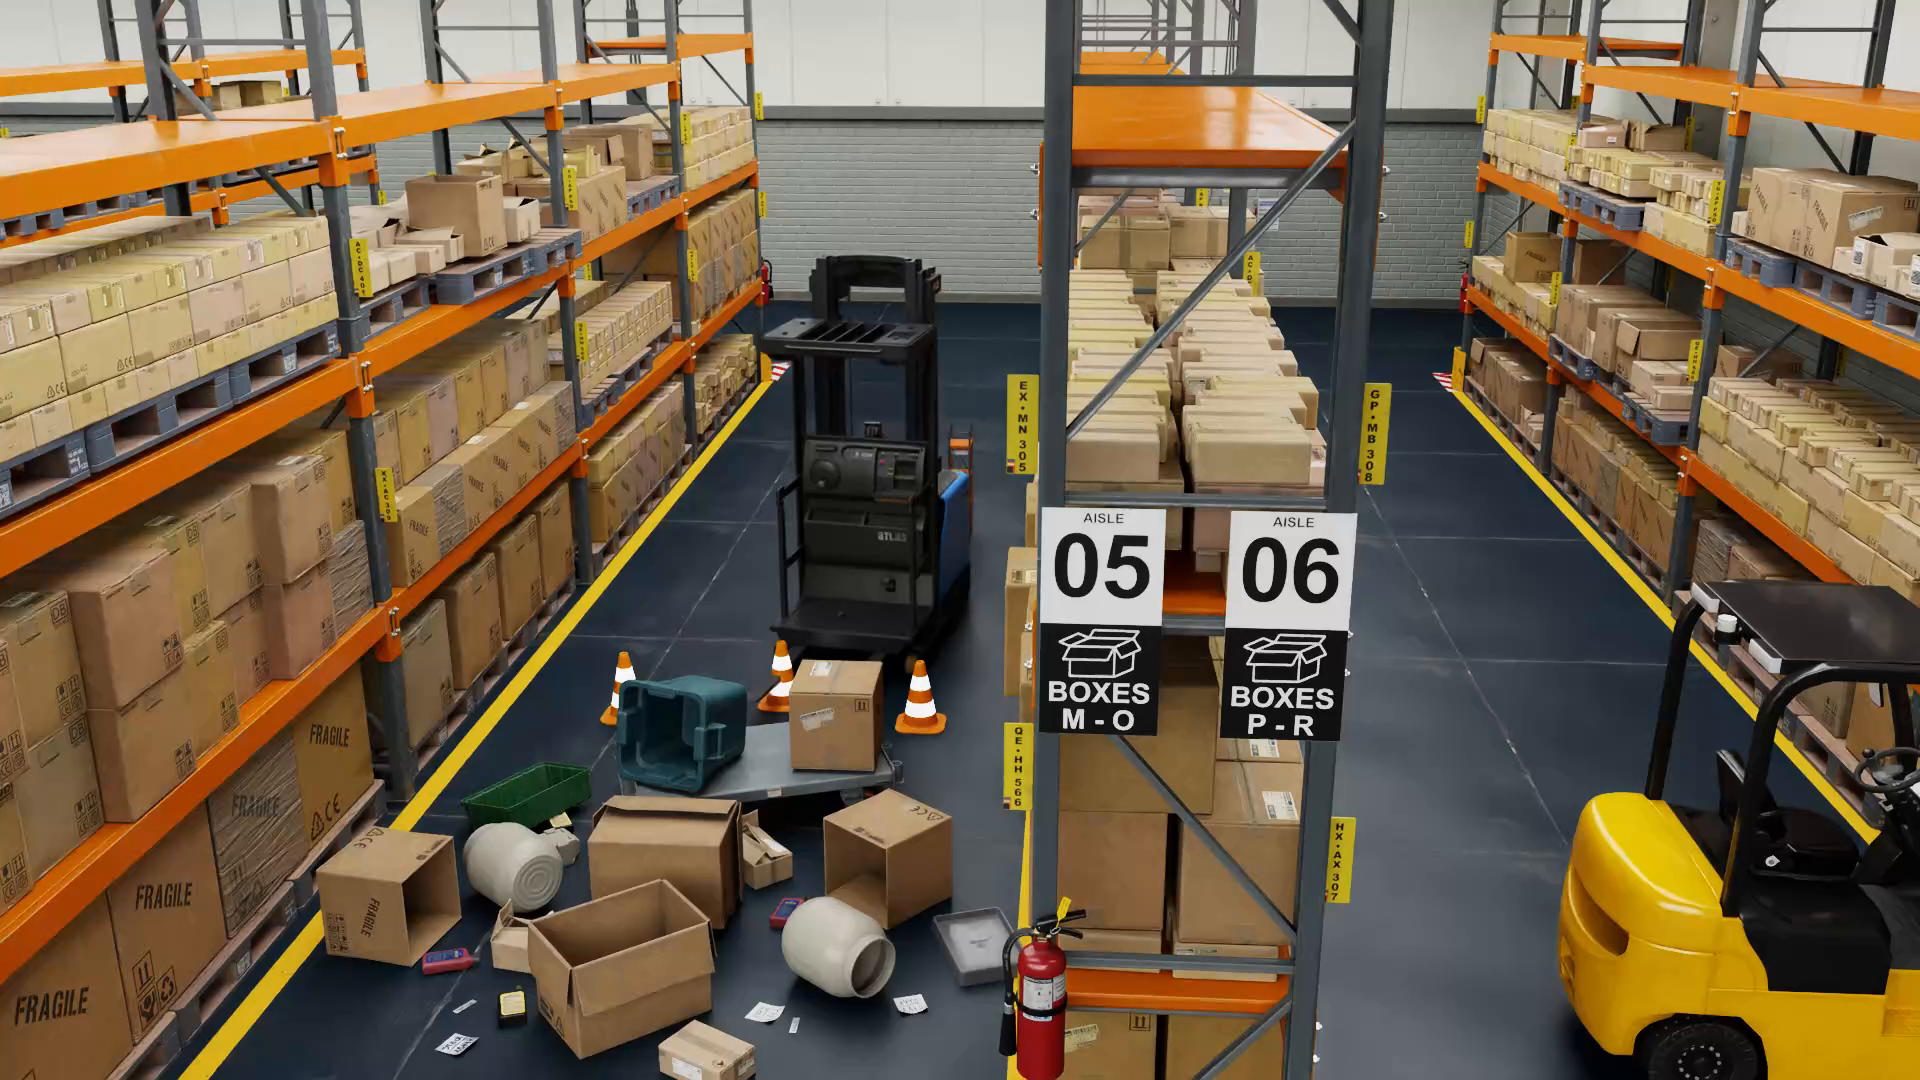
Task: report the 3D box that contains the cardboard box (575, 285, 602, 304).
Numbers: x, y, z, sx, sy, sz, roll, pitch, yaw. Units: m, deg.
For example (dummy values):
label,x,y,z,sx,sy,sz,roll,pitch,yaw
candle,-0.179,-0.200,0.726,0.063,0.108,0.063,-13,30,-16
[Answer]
label,x,y,z,sx,sy,sz,roll,pitch,yaw
cardboard box,-3.833,-2.474,16.756,0.380,0.149,0.250,2,18,5

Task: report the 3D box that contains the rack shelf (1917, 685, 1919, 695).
label,x,y,z,sx,sy,sz,roll,pitch,yaw
rack shelf,5.847,1.327,7.540,1.077,0.370,4.000,1,18,4

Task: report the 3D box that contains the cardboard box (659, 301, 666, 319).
label,x,y,z,sx,sy,sz,roll,pitch,yaw
cardboard box,-3.181,-2.322,16.769,0.380,0.149,0.250,1,18,4

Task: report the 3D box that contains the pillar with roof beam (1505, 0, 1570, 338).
label,x,y,z,sx,sy,sz,roll,pitch,yaw
pillar with roof beam,3.649,-7.128,22.551,9.100,9.000,0.400,1,18,4

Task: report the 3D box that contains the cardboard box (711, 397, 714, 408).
label,x,y,z,sx,sy,sz,roll,pitch,yaw
cardboard box,-3.047,-1.586,19.177,0.380,0.149,0.250,1,18,2

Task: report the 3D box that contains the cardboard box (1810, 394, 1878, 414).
label,x,y,z,sx,sy,sz,roll,pitch,yaw
cardboard box,6.469,-0.966,12.179,0.380,0.149,0.250,1,18,4

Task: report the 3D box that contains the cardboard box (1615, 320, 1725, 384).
label,x,y,z,sx,sy,sz,roll,pitch,yaw
cardboard box,6.210,-1.638,14.593,0.797,0.503,0.637,1,18,3

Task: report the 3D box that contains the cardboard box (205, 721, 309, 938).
label,x,y,z,sx,sy,sz,roll,pitch,yaw
cardboard box,-4.081,1.459,8.719,0.875,0.875,0.875,1,18,4

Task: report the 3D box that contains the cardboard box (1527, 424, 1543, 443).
label,x,y,z,sx,sy,sz,roll,pitch,yaw
cardboard box,6.311,-1.145,17.833,0.380,0.149,0.250,1,18,2

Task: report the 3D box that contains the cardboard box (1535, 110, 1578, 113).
label,x,y,z,sx,sy,sz,roll,pitch,yaw
cardboard box,7.097,-4.952,19.689,0.500,0.250,0.500,1,18,2

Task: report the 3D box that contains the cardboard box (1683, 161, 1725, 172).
label,x,y,z,sx,sy,sz,roll,pitch,yaw
cardboard box,6.574,-3.241,14.596,0.380,0.149,0.250,2,18,5

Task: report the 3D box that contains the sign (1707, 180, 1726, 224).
label,x,y,z,sx,sy,sz,roll,pitch,yaw
sign,5.736,-2.563,12.606,0.100,0.325,0.005,1,18,4

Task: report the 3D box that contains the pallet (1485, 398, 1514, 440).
label,x,y,z,sx,sy,sz,roll,pitch,yaw
pallet,6.699,-1.389,19.151,1.003,0.211,1.213,1,18,4

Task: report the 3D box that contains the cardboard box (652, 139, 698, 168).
label,x,y,z,sx,sy,sz,roll,pitch,yaw
cardboard box,-3.058,-4.046,17.400,0.500,0.250,0.500,2,18,6

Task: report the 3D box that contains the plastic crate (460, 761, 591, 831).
label,x,y,z,sx,sy,sz,roll,pitch,yaw
plastic crate,-2.611,1.567,10.074,0.450,0.188,0.662,0,15,35

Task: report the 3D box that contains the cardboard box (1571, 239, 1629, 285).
label,x,y,z,sx,sy,sz,roll,pitch,yaw
cardboard box,6.936,-3.004,18.160,0.500,0.500,0.500,1,18,2

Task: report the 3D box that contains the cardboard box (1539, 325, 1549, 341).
label,x,y,z,sx,sy,sz,roll,pitch,yaw
cardboard box,6.332,-2.188,17.513,0.380,0.149,0.250,2,18,5

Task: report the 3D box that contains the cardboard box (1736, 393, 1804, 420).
label,x,y,z,sx,sy,sz,roll,pitch,yaw
cardboard box,5.950,-0.979,12.218,0.380,0.149,0.250,2,18,5

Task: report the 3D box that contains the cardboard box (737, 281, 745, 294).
label,x,y,z,sx,sy,sz,roll,pitch,yaw
cardboard box,-2.840,-3.091,20.269,0.380,0.149,0.250,2,18,5

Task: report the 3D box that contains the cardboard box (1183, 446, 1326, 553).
label,x,y,z,sx,sy,sz,roll,pitch,yaw
cardboard box,1.054,-0.150,5.835,0.500,0.250,0.500,1,18,3

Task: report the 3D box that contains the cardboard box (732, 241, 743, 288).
label,x,y,z,sx,sy,sz,roll,pitch,yaw
cardboard box,-2.889,-3.278,19.799,0.500,0.500,0.500,1,18,4

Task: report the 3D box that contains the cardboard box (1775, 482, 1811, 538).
label,x,y,z,sx,sy,sz,roll,pitch,yaw
cardboard box,5.892,-0.198,11.277,0.500,0.250,0.500,2,18,6

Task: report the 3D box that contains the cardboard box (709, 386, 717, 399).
label,x,y,z,sx,sy,sz,roll,pitch,yaw
cardboard box,-3.011,-1.727,19.130,0.380,0.149,0.250,2,18,6

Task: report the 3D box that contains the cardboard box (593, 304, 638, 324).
label,x,y,z,sx,sy,sz,roll,pitch,yaw
cardboard box,-3.260,-2.139,15.734,0.380,0.149,0.250,0,18,1

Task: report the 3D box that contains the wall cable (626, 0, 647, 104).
label,x,y,z,sx,sy,sz,roll,pitch,yaw
wall cable,-4.142,-9.753,25.397,2.277,5.999,0.120,1,18,4

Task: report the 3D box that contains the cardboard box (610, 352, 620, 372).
label,x,y,z,sx,sy,sz,roll,pitch,yaw
cardboard box,-3.312,-1.616,15.093,0.380,0.149,0.250,2,18,6

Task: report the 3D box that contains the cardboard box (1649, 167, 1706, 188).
label,x,y,z,sx,sy,sz,roll,pitch,yaw
cardboard box,6.100,-3.080,14.138,0.380,0.149,0.250,1,18,4

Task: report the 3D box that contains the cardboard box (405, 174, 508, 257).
label,x,y,z,sx,sy,sz,roll,pitch,yaw
cardboard box,-3.464,-2.241,11.460,0.500,0.500,0.500,1,18,4

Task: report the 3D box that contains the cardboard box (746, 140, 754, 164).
label,x,y,z,sx,sy,sz,roll,pitch,yaw
cardboard box,-2.814,-4.759,20.381,0.500,0.250,0.500,1,18,3

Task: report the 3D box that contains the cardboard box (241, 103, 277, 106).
label,x,y,z,sx,sy,sz,roll,pitch,yaw
cardboard box,-8.054,-4.742,19.093,0.700,0.500,0.500,2,18,6

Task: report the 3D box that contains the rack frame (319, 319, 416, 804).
label,x,y,z,sx,sy,sz,roll,pitch,yaw
rack frame,-3.905,0.175,9.899,1.000,3.000,0.127,1,18,4

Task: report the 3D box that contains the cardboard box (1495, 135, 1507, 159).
label,x,y,z,sx,sy,sz,roll,pitch,yaw
cardboard box,6.530,-4.569,19.322,0.500,0.250,0.500,2,18,5

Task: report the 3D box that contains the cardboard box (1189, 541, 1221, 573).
label,x,y,z,sx,sy,sz,roll,pitch,yaw
cardboard box,1.030,0.011,5.986,0.380,0.149,0.250,1,18,2

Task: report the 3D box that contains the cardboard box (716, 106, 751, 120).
label,x,y,z,sx,sy,sz,roll,pitch,yaw
cardboard box,-2.776,-5.224,20.355,0.380,0.149,0.250,1,18,3

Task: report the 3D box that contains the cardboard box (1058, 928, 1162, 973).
label,x,y,z,sx,sy,sz,roll,pitch,yaw
cardboard box,0.566,1.495,6.275,0.380,0.149,0.250,2,18,6

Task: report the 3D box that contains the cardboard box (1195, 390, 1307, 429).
label,x,y,z,sx,sy,sz,roll,pitch,yaw
cardboard box,1.063,-0.449,6.110,0.380,0.149,0.250,1,18,4

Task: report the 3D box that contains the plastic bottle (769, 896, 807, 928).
label,x,y,z,sx,sy,sz,roll,pitch,yaw
plastic bottle,-0.924,2.009,9.020,0.133,0.061,0.283,4,19,13

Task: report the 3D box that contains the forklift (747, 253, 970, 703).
label,x,y,z,sx,sy,sz,roll,pitch,yaw
forklift,-0.760,-0.525,12.146,1.130,2.935,3.031,4,19,13

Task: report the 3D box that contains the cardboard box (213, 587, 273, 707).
label,x,y,z,sx,sy,sz,roll,pitch,yaw
cardboard box,-4.093,0.555,8.499,0.875,0.550,0.550,1,18,4

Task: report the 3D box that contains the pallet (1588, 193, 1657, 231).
label,x,y,z,sx,sy,sz,roll,pitch,yaw
pallet,6.376,-2.934,14.872,1.213,0.211,1.003,1,18,4

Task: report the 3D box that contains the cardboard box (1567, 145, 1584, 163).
label,x,y,z,sx,sy,sz,roll,pitch,yaw
cardboard box,6.105,-3.733,16.097,0.380,0.149,0.250,2,18,6

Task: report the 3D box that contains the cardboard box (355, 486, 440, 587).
label,x,y,z,sx,sy,sz,roll,pitch,yaw
cardboard box,-3.599,-0.030,10.364,0.500,0.500,0.500,1,18,5

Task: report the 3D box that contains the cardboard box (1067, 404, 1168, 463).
label,x,y,z,sx,sy,sz,roll,pitch,yaw
cardboard box,0.539,-0.380,5.897,0.380,0.149,0.250,2,18,5

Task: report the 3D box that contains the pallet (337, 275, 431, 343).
label,x,y,z,sx,sy,sz,roll,pitch,yaw
pallet,-3.889,-1.446,10.334,0.805,0.209,1.217,1,18,2

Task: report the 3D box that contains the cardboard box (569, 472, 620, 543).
label,x,y,z,sx,sy,sz,roll,pitch,yaw
cardboard box,-3.313,-0.293,14.668,0.500,0.500,0.500,1,18,2

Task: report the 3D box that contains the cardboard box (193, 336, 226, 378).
label,x,y,z,sx,sy,sz,roll,pitch,yaw
cardboard box,-3.702,-0.862,7.816,0.380,0.149,0.250,1,18,3

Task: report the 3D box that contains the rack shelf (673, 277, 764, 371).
label,x,y,z,sx,sy,sz,roll,pitch,yaw
rack shelf,-3.188,-2.589,19.490,1.077,0.370,4.000,1,18,4

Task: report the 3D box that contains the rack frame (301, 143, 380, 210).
label,x,y,z,sx,sy,sz,roll,pitch,yaw
rack frame,-7.985,-3.694,21.707,1.000,3.000,0.127,1,18,4

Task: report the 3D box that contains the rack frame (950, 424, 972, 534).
label,x,y,z,sx,sy,sz,roll,pitch,yaw
rack frame,0.013,-0.553,15.253,0.200,1.050,0.008,1,18,4

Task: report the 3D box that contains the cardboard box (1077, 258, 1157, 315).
label,x,y,z,sx,sy,sz,roll,pitch,yaw
cardboard box,0.937,-1.484,9.712,0.500,0.250,0.500,1,18,3

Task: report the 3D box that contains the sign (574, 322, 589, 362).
label,x,y,z,sx,sy,sz,roll,pitch,yaw
sign,-3.065,-1.606,13.476,0.100,0.325,0.005,1,18,4

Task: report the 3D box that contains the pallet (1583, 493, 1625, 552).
label,x,y,z,sx,sy,sz,roll,pitch,yaw
pallet,6.459,-0.163,15.407,1.003,0.211,1.213,1,18,4

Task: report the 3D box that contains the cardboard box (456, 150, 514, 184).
label,x,y,z,sx,sy,sz,roll,pitch,yaw
cardboard box,-3.849,-3.036,13.490,0.396,0.266,0.258,1,18,4

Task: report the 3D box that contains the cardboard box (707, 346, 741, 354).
label,x,y,z,sx,sy,sz,roll,pitch,yaw
cardboard box,-2.879,-2.271,20.311,0.380,0.149,0.250,1,18,2

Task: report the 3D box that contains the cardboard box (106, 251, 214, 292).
label,x,y,z,sx,sy,sz,roll,pitch,yaw
cardboard box,-3.705,-1.245,7.702,0.380,0.149,0.250,1,18,3

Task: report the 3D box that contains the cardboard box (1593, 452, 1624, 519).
label,x,y,z,sx,sy,sz,roll,pitch,yaw
cardboard box,6.193,-0.506,15.317,0.500,0.500,0.500,1,18,2

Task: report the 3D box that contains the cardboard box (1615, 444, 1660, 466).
label,x,y,z,sx,sy,sz,roll,pitch,yaw
cardboard box,6.183,-0.769,15.078,0.380,0.149,0.250,0,18,1

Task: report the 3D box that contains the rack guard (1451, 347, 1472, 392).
label,x,y,z,sx,sy,sz,roll,pitch,yaw
rack guard,6.845,-2.152,21.015,1.175,0.500,0.348,1,18,4

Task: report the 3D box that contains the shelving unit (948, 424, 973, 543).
label,x,y,z,sx,sy,sz,roll,pitch,yaw
shelving unit,0.004,-0.516,15.137,0.215,1.050,0.252,1,18,4

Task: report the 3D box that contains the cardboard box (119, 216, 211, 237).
label,x,y,z,sx,sy,sz,roll,pitch,yaw
cardboard box,-4.270,-1.652,8.944,0.380,0.149,0.250,1,18,4
